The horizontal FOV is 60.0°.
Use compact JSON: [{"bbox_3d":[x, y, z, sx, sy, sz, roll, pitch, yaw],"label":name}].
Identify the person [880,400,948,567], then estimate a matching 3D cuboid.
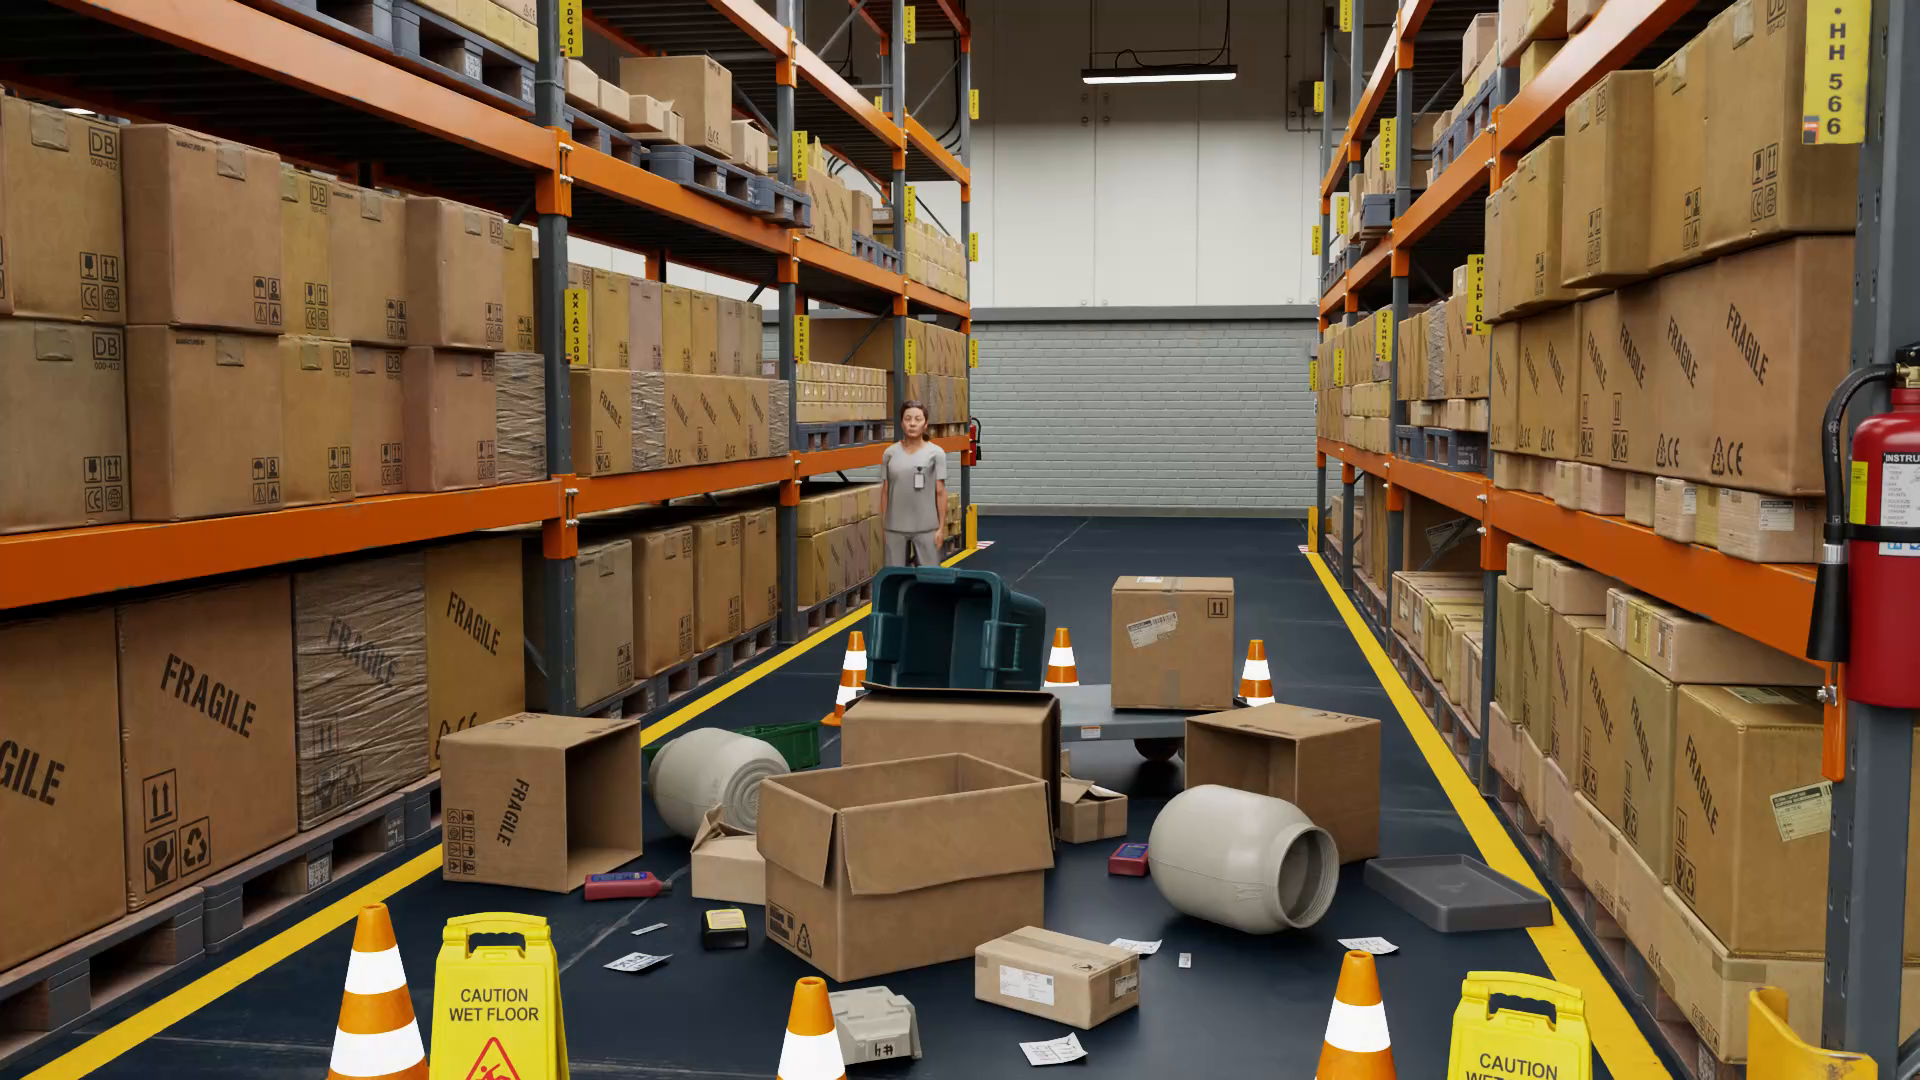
[{"bbox_3d":[-0.294,-0.050,10.539,0.436,1.668,0.359,1,5,10],"label":"person"}]
